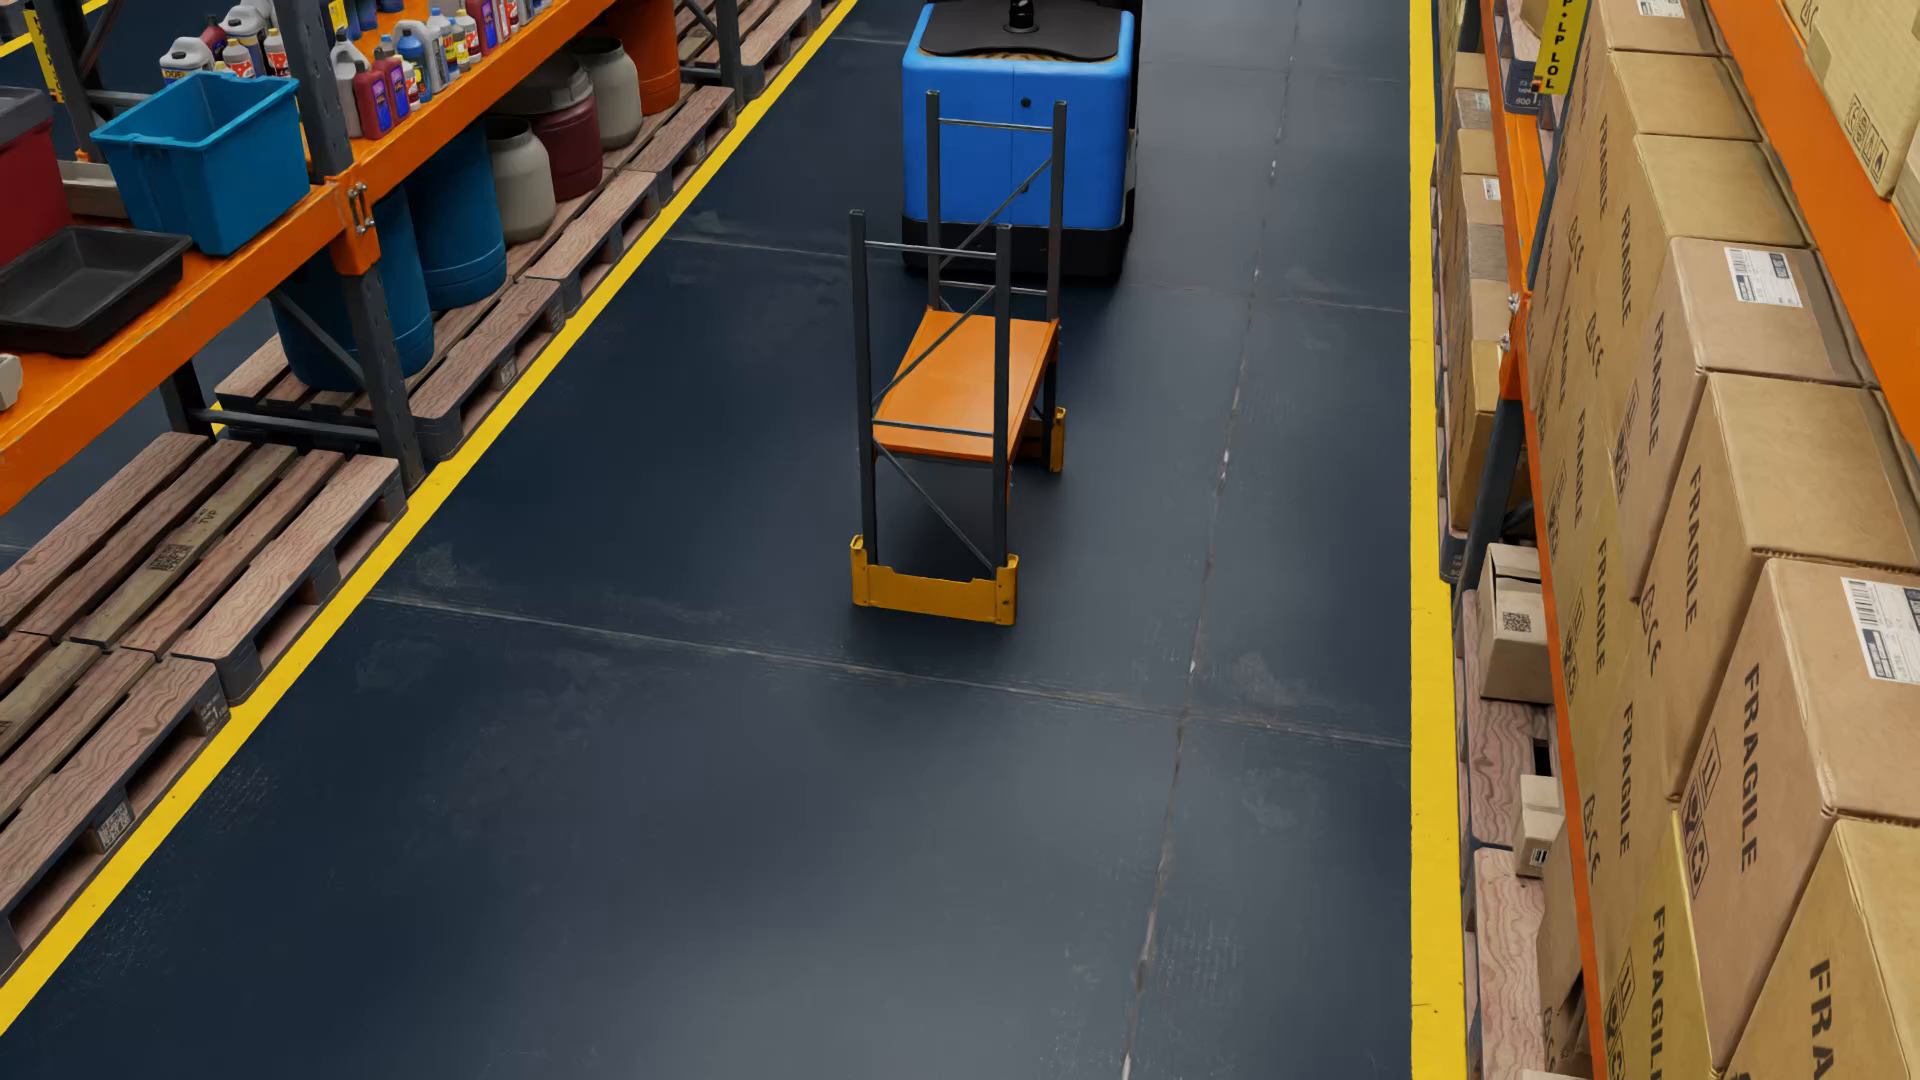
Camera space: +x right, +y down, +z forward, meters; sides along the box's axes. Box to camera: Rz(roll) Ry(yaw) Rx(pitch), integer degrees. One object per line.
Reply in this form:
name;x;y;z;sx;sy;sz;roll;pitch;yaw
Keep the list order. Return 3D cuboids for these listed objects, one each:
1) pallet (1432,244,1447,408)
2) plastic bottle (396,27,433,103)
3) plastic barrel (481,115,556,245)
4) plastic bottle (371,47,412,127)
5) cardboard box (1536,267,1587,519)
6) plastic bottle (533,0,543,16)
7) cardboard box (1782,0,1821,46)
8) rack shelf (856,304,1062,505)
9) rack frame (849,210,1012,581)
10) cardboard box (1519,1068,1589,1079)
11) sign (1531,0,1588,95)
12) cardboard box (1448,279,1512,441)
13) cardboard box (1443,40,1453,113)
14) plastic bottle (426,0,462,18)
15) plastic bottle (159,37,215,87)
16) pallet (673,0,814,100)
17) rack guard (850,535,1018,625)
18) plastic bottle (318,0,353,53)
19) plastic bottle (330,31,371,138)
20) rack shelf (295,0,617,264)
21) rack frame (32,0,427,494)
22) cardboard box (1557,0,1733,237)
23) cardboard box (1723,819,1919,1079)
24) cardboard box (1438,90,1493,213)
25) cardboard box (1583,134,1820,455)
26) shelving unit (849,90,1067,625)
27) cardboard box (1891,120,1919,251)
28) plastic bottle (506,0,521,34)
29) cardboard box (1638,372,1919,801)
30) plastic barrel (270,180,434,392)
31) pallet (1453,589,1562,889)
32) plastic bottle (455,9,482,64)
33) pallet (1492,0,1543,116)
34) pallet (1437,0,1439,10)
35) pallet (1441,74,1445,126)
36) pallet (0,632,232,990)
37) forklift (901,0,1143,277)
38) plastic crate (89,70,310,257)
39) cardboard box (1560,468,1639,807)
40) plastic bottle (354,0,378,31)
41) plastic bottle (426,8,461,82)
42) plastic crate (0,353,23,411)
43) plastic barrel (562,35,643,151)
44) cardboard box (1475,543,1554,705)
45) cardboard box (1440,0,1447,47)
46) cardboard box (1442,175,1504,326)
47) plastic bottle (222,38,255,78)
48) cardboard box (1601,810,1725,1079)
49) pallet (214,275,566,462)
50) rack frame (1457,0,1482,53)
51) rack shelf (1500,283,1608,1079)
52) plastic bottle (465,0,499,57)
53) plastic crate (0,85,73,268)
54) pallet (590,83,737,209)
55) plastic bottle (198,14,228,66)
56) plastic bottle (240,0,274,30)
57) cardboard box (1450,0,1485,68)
pallet;2.617;-0.913;7.329;1.003;0.211;1.213;7;37;10
plastic bottle;-2.066;-1.798;6.284;0.097;0.271;0.097;0;36;0
plastic barrel;-2.125;-1.683;7.778;0.421;0.512;0.421;0;36;0
plastic bottle;-2.093;-1.678;6.109;0.061;0.283;0.133;7;37;10
cardboard box;1.740;-0.358;4.102;0.500;0.500;0.500;8;37;11
plastic bottle;-1.847;-2.385;7.094;0.097;0.271;0.097;0;36;0
cardboard box;1.553;-0.916;2.529;0.500;0.250;0.500;7;37;10
rack shelf;0.018;-0.511;5.983;0.538;0.185;1.000;7;37;10
rack frame;-0.090;-0.365;5.475;0.500;1.500;0.032;7;37;10
cardboard box;1.475;1.476;3.626;0.500;0.250;0.500;7;37;10
sign;1.678;-1.405;4.647;0.100;0.325;0.005;7;37;10
cardboard box;2.161;-0.636;6.327;0.500;0.500;0.500;7;37;10
cardboard box;2.950;-2.551;9.199;0.500;0.250;0.500;8;37;11
plastic bottle;-2.097;-2.209;6.848;0.152;0.276;0.135;7;37;10
plastic bottle;-2.849;-1.708;6.157;0.152;0.276;0.135;7;37;10
pallet;-1.559;-3.096;10.341;1.003;0.211;1.213;7;37;10
rack guard;-0.090;0.141;5.843;0.587;0.250;0.087;7;37;10
plastic bottle;-2.560;-2.128;6.672;0.144;0.351;0.185;7;37;10
plastic bottle;-2.216;-1.657;6.022;0.144;0.351;0.185;7;37;10
rack shelf;-2.190;-2.348;7.546;1.077;0.370;4.000;7;37;10
rack frame;-2.617;-1.492;5.753;1.000;3.000;0.127;7;37;10
cardboard box;1.846;-1.080;4.246;0.500;0.500;0.500;8;37;11
cardboard box;1.193;0.689;1.806;0.500;0.500;0.500;7;37;10
cardboard box;2.593;-1.802;7.936;0.500;0.500;0.500;6;36;8
cardboard box;1.626;-0.489;3.432;0.500;0.500;0.500;6;36;9
shelving unit;0.016;-0.651;5.870;0.587;1.500;1.083;7;37;10
cardboard box;1.337;-0.343;1.738;0.500;0.250;0.500;7;37;10
plastic bottle;-1.897;-2.223;6.931;0.097;0.201;0.097;0;36;0
cardboard box;1.407;0.102;2.617;0.500;0.500;0.500;8;37;11
plastic barrel;-2.484;-1.122;6.673;0.600;0.901;0.708;7;37;10
pallet;2.074;0.654;5.169;1.003;0.211;1.213;7;37;10
plastic bottle;-1.975;-2.014;6.642;0.097;0.201;0.097;0;36;0
pallet;2.665;-1.969;6.574;1.003;0.211;1.213;7;37;10
pallet;3.811;-3.899;11.450;1.003;0.211;1.213;7;37;10
pallet;3.290;-2.500;9.520;1.003;0.211;1.213;7;37;10
pallet;-2.995;0.765;5.015;1.003;0.211;1.213;7;37;10
forklift;0.406;-3.280;8.278;1.130;2.935;3.031;4;36;5
plastic crate;-2.383;-1.200;5.312;0.392;0.384;0.575;7;37;10
cardboard box;1.524;0.221;3.304;0.500;0.500;0.500;7;36;9
plastic bottle;-2.508;-2.277;6.946;0.097;0.271;0.097;0;36;0
plastic bottle;-2.016;-1.931;6.467;0.097;0.271;0.097;0;36;0
plastic crate;-2.695;-0.374;4.383;0.293;0.136;0.466;7;37;10
plastic barrel;-1.884;-2.331;8.672;0.421;0.512;0.421;0;36;0
cardboard box;1.920;0.255;5.259;0.500;0.311;0.500;7;37;10
cardboard box;3.167;-3.135;10.005;0.500;0.250;0.500;8;37;11
cardboard box;2.374;-1.216;7.126;0.500;0.500;0.500;6;36;8
plastic bottle;-2.763;-1.817;6.370;0.097;0.201;0.097;0;36;0
cardboard box;1.304;0.795;2.512;0.500;0.500;0.500;8;37;10
pallet;-2.411;-0.800;7.174;1.003;0.211;1.213;7;37;10
rack frame;3.076;-3.162;8.057;1.000;3.000;0.127;7;37;10
rack shelf;1.794;0.569;3.522;1.077;0.370;4.000;7;37;10
plastic bottle;-1.932;-2.111;6.706;0.061;0.283;0.133;7;37;10
plastic crate;-3.053;-1.062;5.054;0.402;0.464;0.583;7;37;10
pallet;-1.890;-2.199;9.104;1.003;0.211;1.213;7;37;10
plastic bottle;-2.844;-1.850;6.346;0.061;0.283;0.133;7;37;10
plastic bottle;-2.740;-2.040;6.551;0.144;0.351;0.185;7;37;10
cardboard box;2.947;-2.777;9.033;0.500;0.311;0.500;8;37;11
